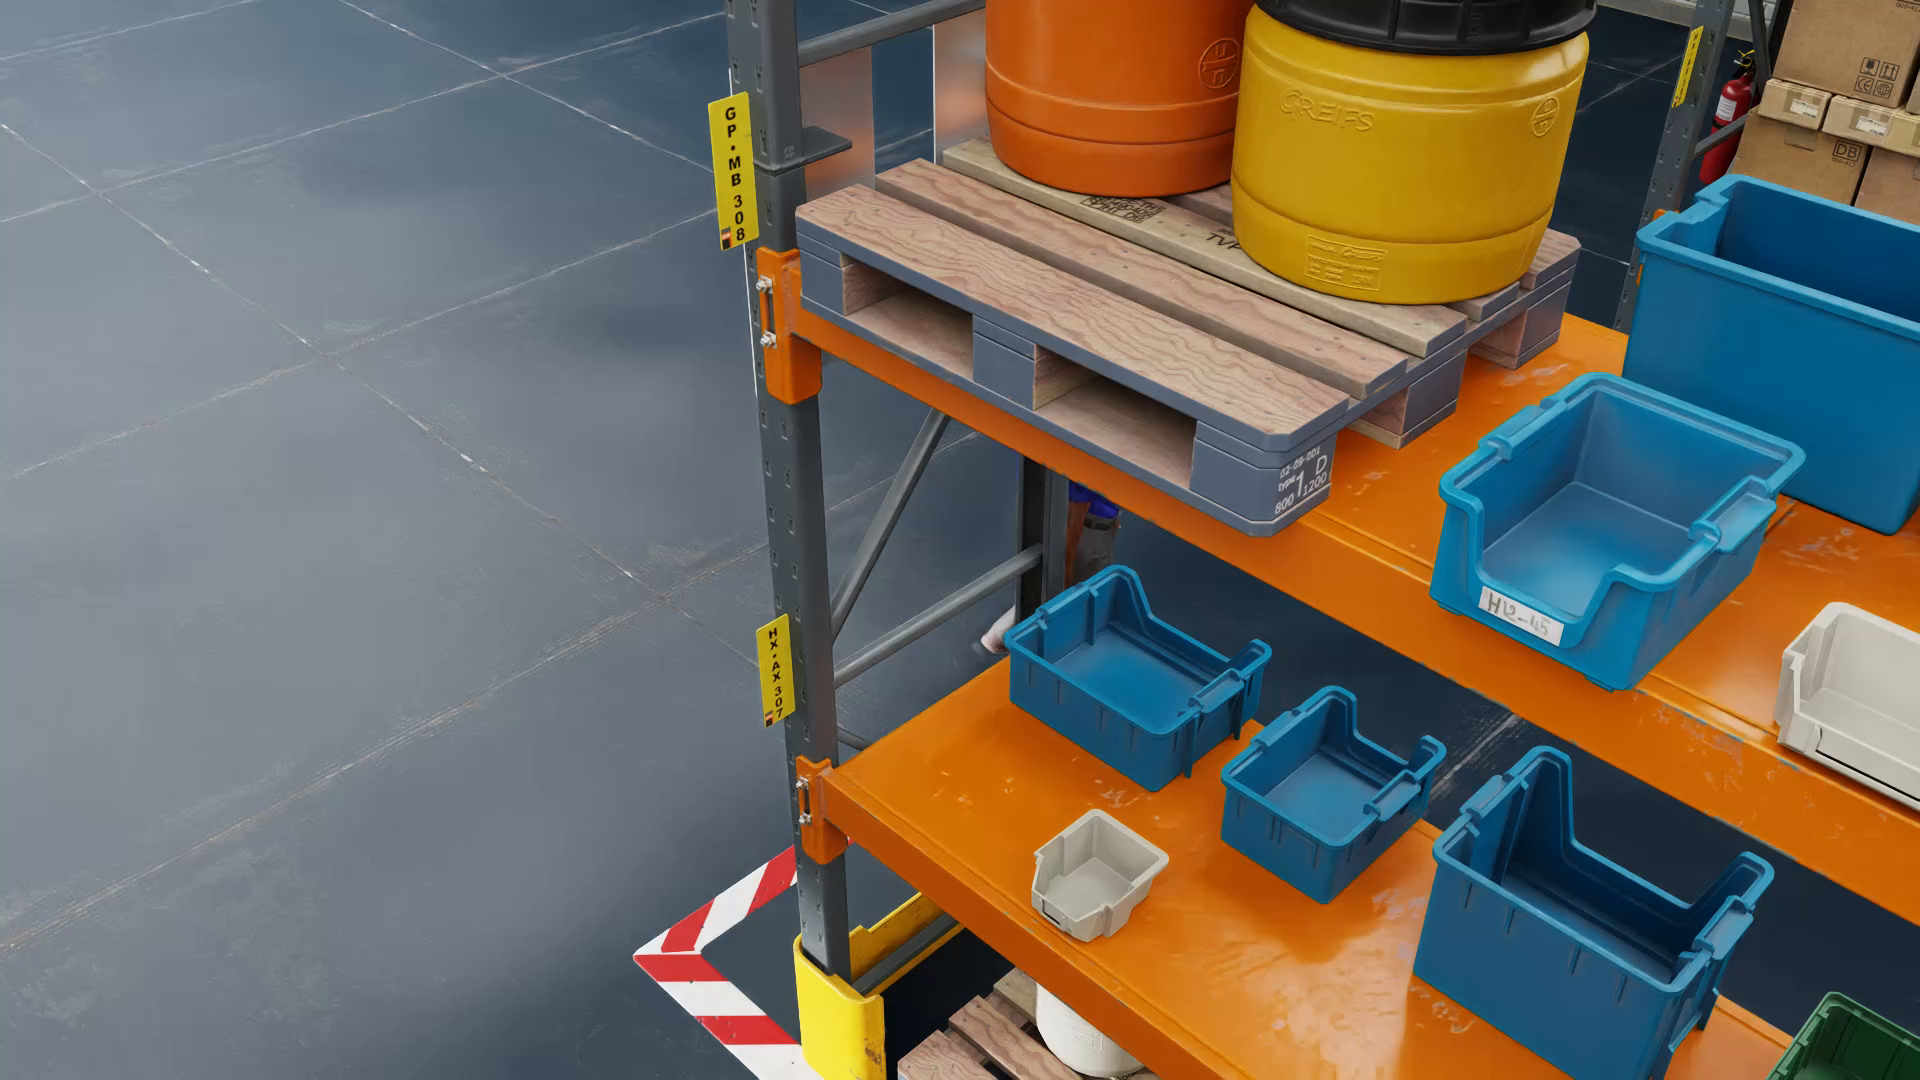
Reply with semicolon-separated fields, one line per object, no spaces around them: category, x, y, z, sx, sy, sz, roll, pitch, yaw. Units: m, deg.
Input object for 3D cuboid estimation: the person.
person;0.368;-0.043;6.187;0.588;1.652;0.493;4;36;6
